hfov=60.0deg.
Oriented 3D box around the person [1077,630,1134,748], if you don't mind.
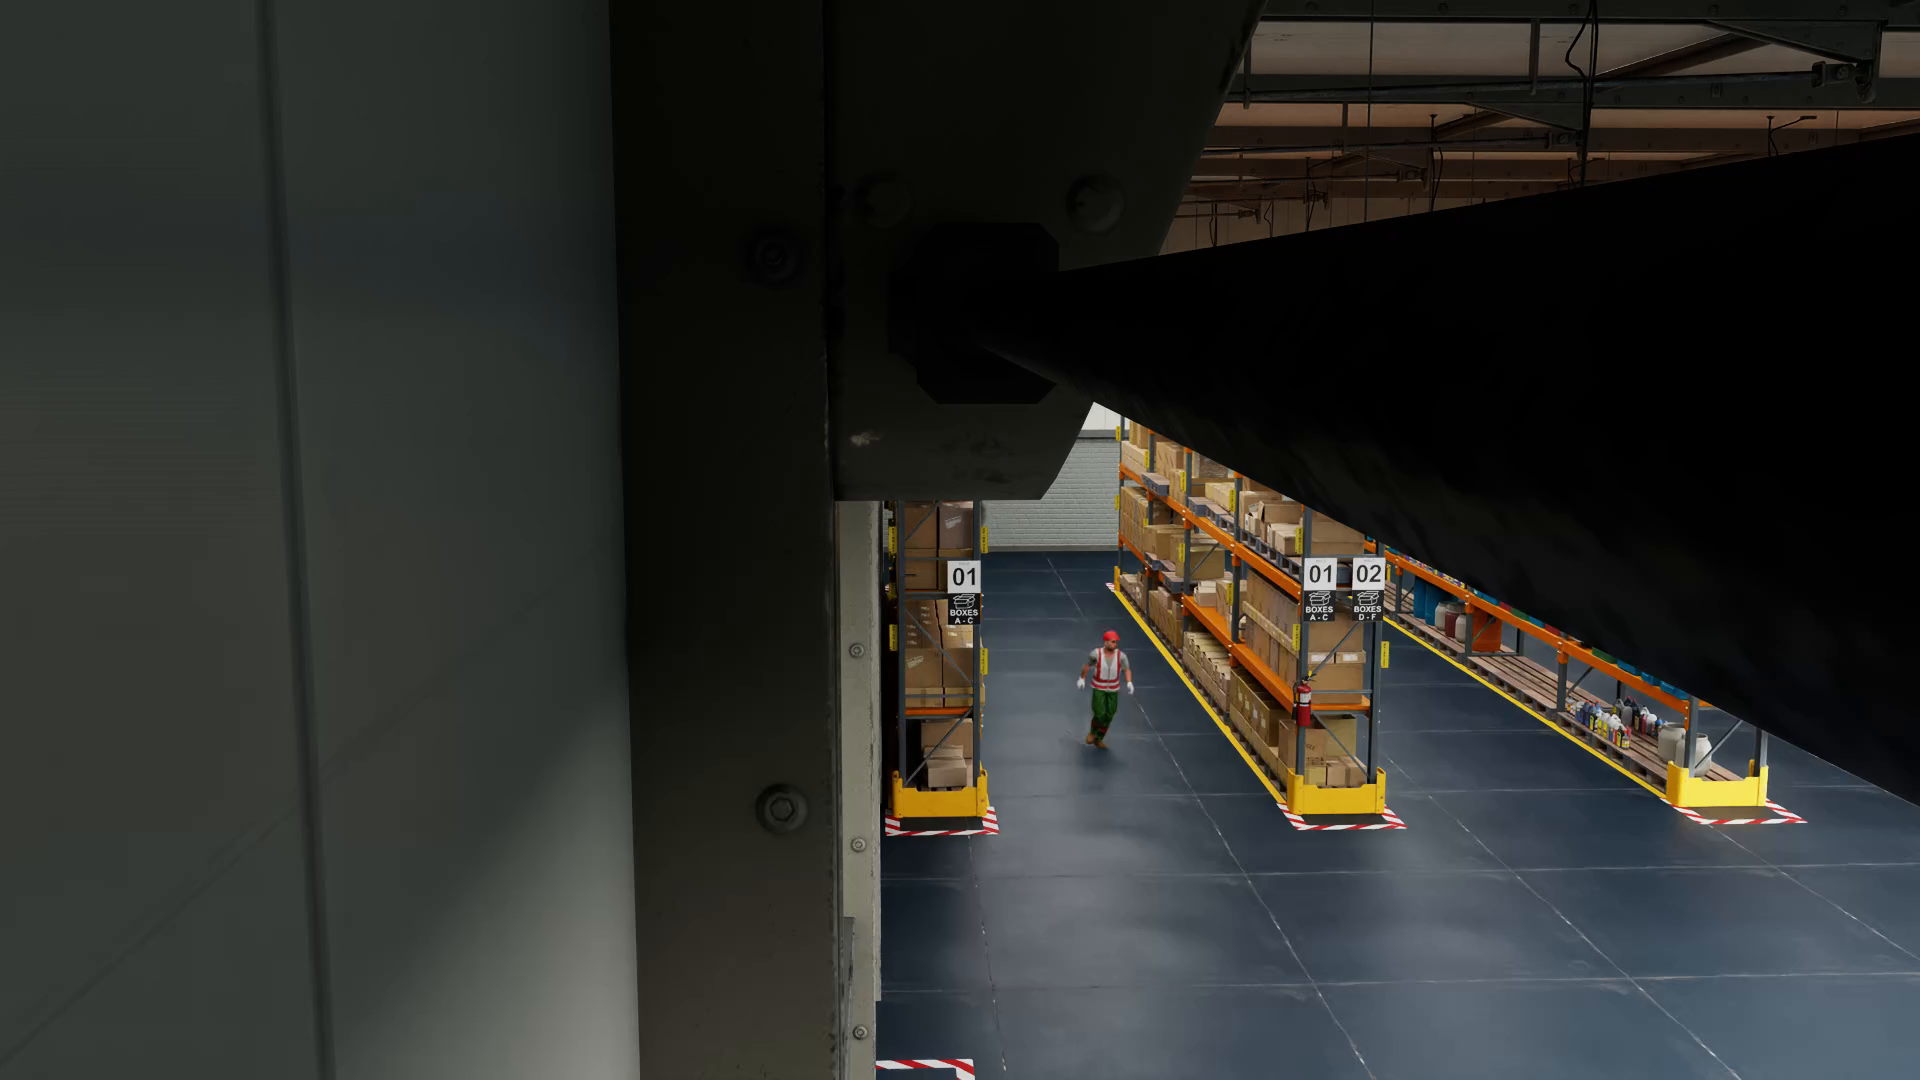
[{"bbox_3d":[2.060,2.112,23.356,0.679,1.735,0.779,-2,8,-11],"label":"person"}]
